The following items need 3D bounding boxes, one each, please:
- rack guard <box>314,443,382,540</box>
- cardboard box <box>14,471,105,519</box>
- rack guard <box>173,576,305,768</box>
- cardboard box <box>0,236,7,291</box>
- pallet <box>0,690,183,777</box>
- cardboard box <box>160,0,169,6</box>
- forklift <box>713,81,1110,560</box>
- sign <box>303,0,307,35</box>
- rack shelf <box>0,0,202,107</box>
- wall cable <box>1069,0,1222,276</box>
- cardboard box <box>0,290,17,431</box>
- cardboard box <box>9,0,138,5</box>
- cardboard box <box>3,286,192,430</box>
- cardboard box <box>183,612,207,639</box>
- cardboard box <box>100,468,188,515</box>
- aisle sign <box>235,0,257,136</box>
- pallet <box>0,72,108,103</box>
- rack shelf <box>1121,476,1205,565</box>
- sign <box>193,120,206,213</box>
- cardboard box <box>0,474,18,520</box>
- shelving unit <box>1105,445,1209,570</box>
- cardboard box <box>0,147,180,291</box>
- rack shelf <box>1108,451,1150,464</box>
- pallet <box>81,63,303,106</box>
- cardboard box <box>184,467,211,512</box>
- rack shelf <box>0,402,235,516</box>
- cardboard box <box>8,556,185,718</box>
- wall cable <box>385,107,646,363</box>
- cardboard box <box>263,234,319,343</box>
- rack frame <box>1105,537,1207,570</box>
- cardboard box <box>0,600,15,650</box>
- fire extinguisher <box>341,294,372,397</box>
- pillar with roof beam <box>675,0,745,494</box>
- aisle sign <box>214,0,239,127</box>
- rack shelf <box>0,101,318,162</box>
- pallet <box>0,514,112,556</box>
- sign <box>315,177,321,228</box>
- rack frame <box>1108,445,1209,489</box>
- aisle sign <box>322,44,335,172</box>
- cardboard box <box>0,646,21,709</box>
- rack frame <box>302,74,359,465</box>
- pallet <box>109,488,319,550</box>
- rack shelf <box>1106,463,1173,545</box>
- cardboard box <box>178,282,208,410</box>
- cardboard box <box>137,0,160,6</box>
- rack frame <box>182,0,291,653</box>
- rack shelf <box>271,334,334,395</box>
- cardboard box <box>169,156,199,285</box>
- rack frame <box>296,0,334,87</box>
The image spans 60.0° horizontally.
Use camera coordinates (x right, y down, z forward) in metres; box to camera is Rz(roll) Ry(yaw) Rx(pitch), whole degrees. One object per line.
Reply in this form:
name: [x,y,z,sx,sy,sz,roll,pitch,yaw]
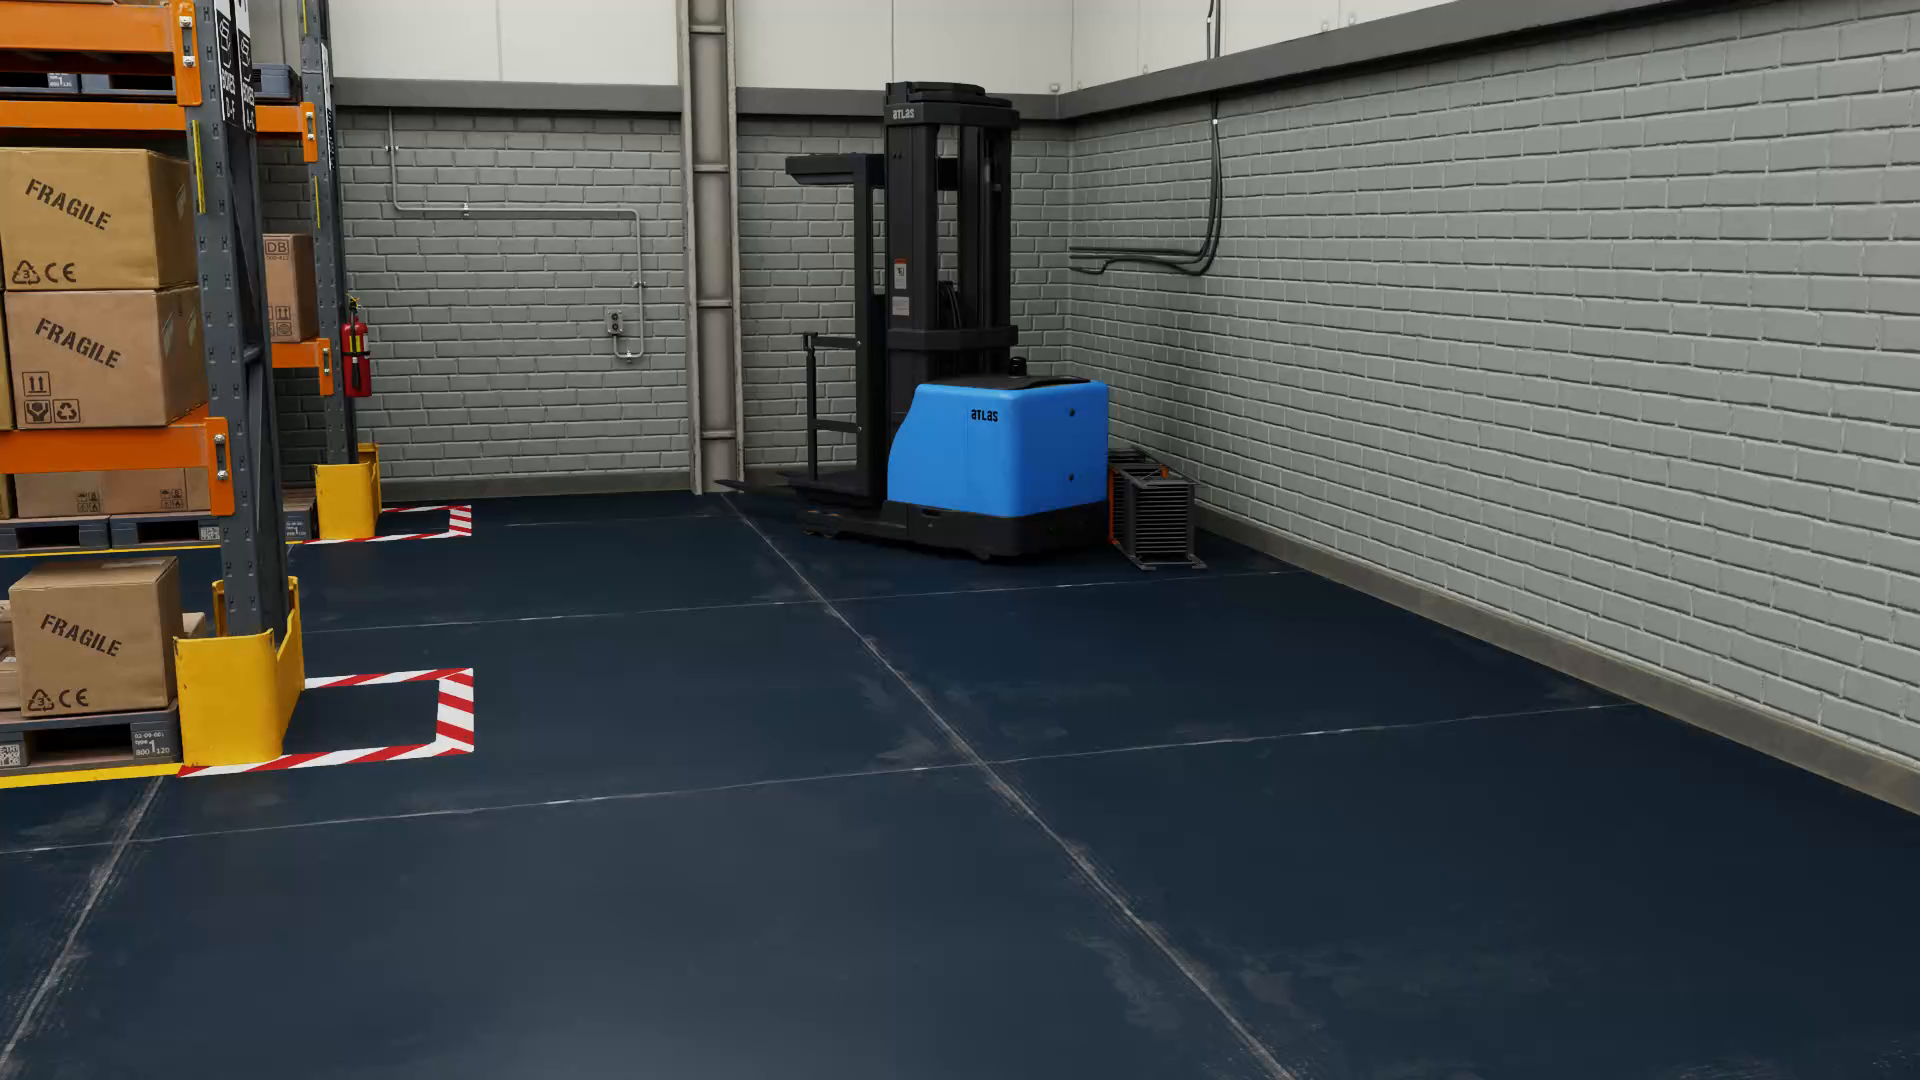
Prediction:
rack guard: [-4.248,-0.352,11.576,0.348,0.500,1.175,-3,11,-16]
cardboard box: [-5.878,-0.453,10.968,0.500,0.500,0.700,-3,11,-18]
rack guard: [-2.955,0.514,6.872,0.348,0.500,1.175,-3,11,-16]
cardboard box: [-3.718,-1.164,6.045,0.500,0.500,0.500,-3,11,-14]
pallet: [-3.721,0.697,6.678,1.213,0.211,1.003,-3,11,-16]
cardboard box: [-4.897,-3.521,10.511,0.500,0.500,0.500,-3,11,-16]
forklift: [-0.463,-1.517,11.191,3.031,2.935,1.130,9,14,41]
sign: [-4.132,-3.357,10.482,0.005,0.325,0.100,-3,11,-16]
rack shelf: [-4.803,-1.739,5.910,4.000,0.370,1.077,-3,11,-16]
wall cable: [1.260,-3.227,12.299,0.112,2.526,3.097,-3,11,-16]
cardboard box: [-3.733,-0.671,6.132,0.500,0.500,0.500,-3,11,-15]
cardboard box: [-3.302,-2.049,6.019,0.500,0.250,0.500,-3,11,-16]
cardboard box: [-3.236,-0.698,6.277,0.500,0.500,0.500,-3,11,-14]
cardboard box: [-3.381,0.428,7.094,0.250,0.149,0.380,-3,11,-16]
cardboard box: [-5.395,-0.479,11.107,0.500,0.500,0.700,-3,11,-16]
aisle sign: [-2.899,-2.052,6.727,0.004,0.787,0.394,-3,11,-16]
pallet: [-6.153,-2.910,10.527,1.213,0.211,1.003,-3,11,-16]
rack shelf: [1.251,-0.130,10.275,0.431,0.480,0.518,-1,10,-6]
sign: [-2.747,-1.346,6.004,0.005,0.325,0.100,-3,11,-16]
cardboard box: [-6.388,-0.425,10.815,0.500,0.500,0.700,-3,11,-15]
shelving unit: [1.173,-0.252,10.974,0.431,0.503,2.100,-1,10,-6]
cardboard box: [-3.233,-1.189,6.185,0.500,0.500,0.500,-3,11,-16]
rack shelf: [1.098,-0.370,11.646,0.431,0.480,0.518,-1,10,-6]
pallet: [-4.980,-2.972,10.866,1.213,0.211,1.003,-3,11,-16]
cardboard box: [-4.915,-0.504,11.245,0.500,0.500,0.700,-3,11,-16]
rack shelf: [-4.803,-0.264,6.182,4.000,0.370,1.077,-3,11,-16]
cardboard box: [-3.336,0.364,6.471,0.500,0.500,0.500,-3,11,-16]
wall cable: [-3.306,-2.309,12.497,1.851,1.984,0.084,-3,11,-16]
cardboard box: [-4.757,-1.700,11.166,0.700,0.700,0.980,-3,11,-13]
rack frame: [1.173,-0.012,11.016,0.400,0.015,2.100,-1,10,-6]
cardboard box: [-3.964,0.421,6.857,0.500,0.250,0.500,-3,11,-16]
fire extinguisher: [-3.997,-1.286,10.990,0.183,0.674,0.296,-3,11,-16]
pillar with roof beam: [-0.717,-4.069,8.294,0.400,9.000,9.100,-3,11,-16]
aisle sign: [-2.731,-1.948,6.161,0.004,0.787,0.394,-3,11,-16]
rack shelf: [-6.191,-2.600,10.587,4.000,0.370,1.077,-3,11,-16]
pallet: [-6.186,-0.093,10.970,1.213,0.211,1.003,-3,11,-16]
sign: [-4.132,-2.171,10.701,0.005,0.325,0.100,-3,11,-16]
rack frame: [1.173,-0.493,10.932,0.400,0.015,2.100,-1,10,-6]
aisle sign: [-4.118,-2.810,10.844,0.004,0.787,0.394,-3,11,-16]
cardboard box: [-3.750,0.533,6.475,0.250,0.166,0.380,-3,11,-16]
rack frame: [-4.271,-1.580,11.343,0.127,3.000,1.000,-3,11,-16]
pallet: [-5.016,-0.154,11.302,1.213,0.211,1.003,-3,11,-16]
rack shelf: [1.175,-0.250,10.960,0.431,0.480,0.518,-1,10,-6]
cardboard box: [-3.382,-0.791,6.785,0.500,0.500,0.500,-3,11,-15]
cardboard box: [-3.447,-2.139,6.508,0.500,0.250,0.500,-3,11,-16]
rack frame: [-2.882,-0.719,6.667,0.127,3.000,1.000,-3,11,-16]
rack shelf: [-6.191,-1.125,10.859,4.000,0.370,1.077,-3,11,-16]
cardboard box: [-3.382,-1.283,6.694,0.500,0.500,0.500,-3,11,-14]
rack frame: [-4.271,-4.530,10.800,0.127,3.000,1.000,-3,11,-16]
